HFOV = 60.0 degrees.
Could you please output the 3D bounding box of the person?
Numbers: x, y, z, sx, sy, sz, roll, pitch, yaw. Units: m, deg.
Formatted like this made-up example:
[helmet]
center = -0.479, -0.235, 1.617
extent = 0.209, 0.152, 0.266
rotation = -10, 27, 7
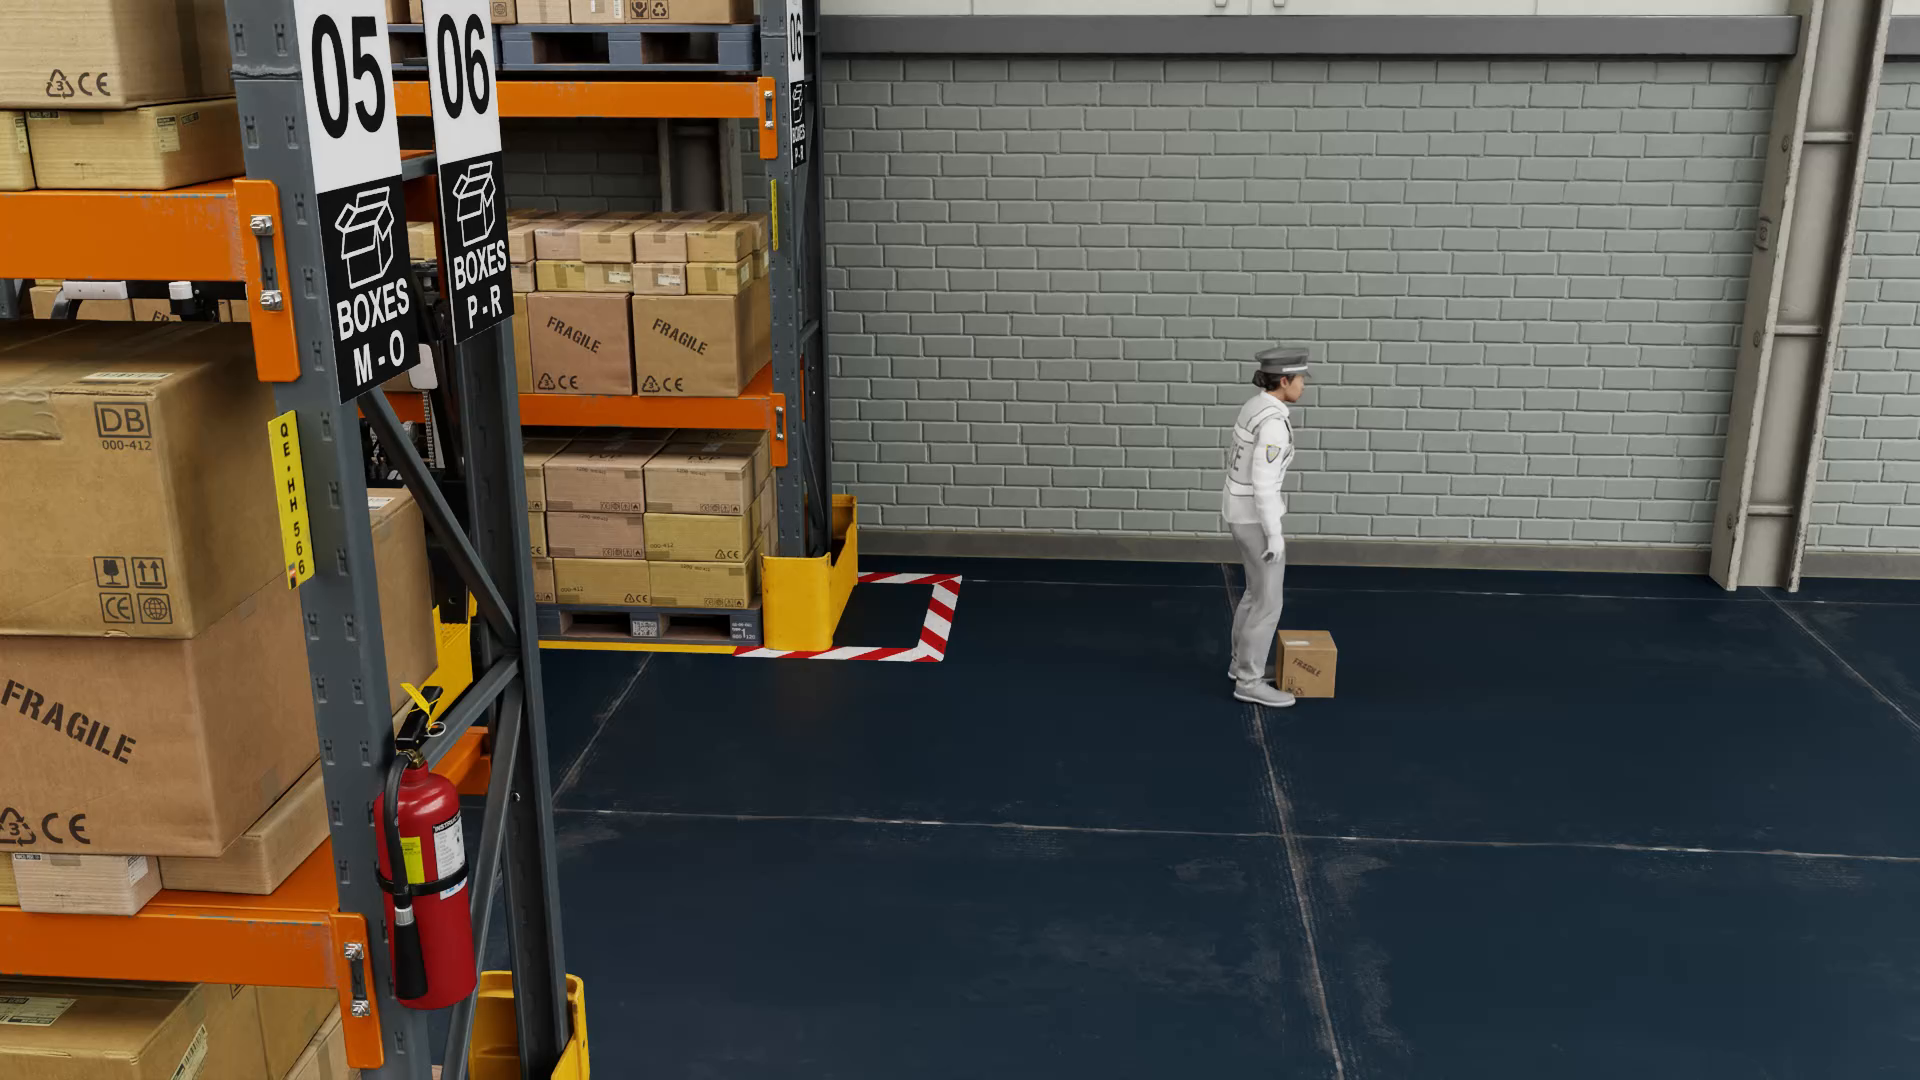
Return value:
[person]
center = 1.419, -0.080, 7.799
extent = 0.374, 1.662, 0.526
rotation = 1, 18, 2
